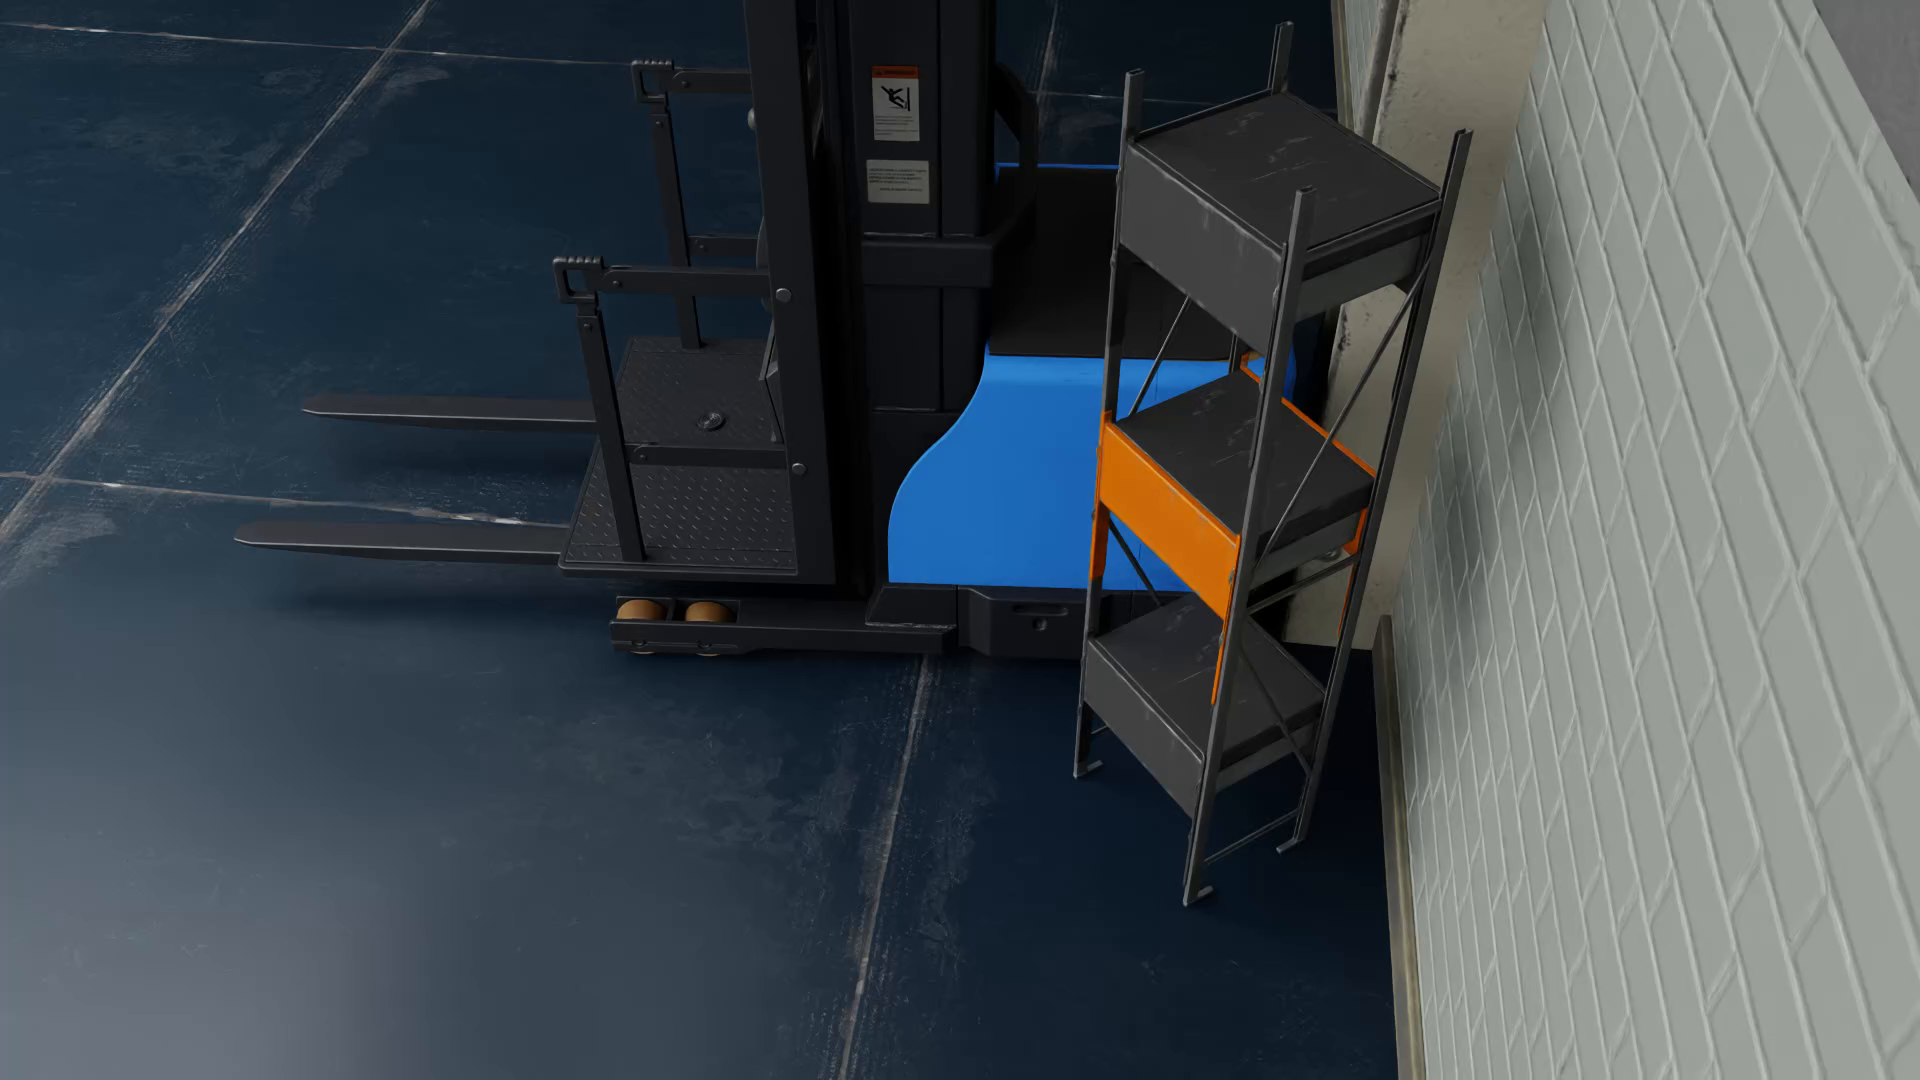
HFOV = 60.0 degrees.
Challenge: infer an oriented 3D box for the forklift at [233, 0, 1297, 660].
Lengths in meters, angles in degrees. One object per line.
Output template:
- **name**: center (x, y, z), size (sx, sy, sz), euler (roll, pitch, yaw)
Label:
- **forklift**: center (-0.628, -1.085, 4.264), size (3.031, 2.935, 1.130), euler (2, 43, 2)

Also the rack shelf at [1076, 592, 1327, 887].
- **rack shelf**: center (0.614, 0.477, 4.257), size (0.431, 0.518, 0.480), euler (-23, 48, -23)

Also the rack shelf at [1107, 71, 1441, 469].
- **rack shelf**: center (0.614, -0.540, 3.295), size (0.431, 0.518, 0.480), euler (-23, 48, -23)

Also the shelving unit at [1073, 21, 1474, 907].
- **shelving unit**: center (0.614, -0.042, 3.767), size (0.431, 2.100, 0.503), euler (-23, 48, -23)

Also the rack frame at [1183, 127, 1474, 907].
- **rack frame**: center (0.744, 0.100, 3.617), size (0.400, 2.100, 0.015), euler (-23, 48, -23)

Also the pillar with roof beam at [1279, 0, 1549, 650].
- **pillar with roof beam**: center (-3.141, -3.481, 2.381), size (9.100, 9.000, 0.400), euler (5, 44, 6)

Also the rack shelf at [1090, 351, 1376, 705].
- **rack shelf**: center (0.614, -0.032, 3.776), size (0.431, 0.518, 0.480), euler (-23, 48, -23)

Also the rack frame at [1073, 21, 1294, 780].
- **rack frame**: center (0.484, -0.184, 3.917), size (0.400, 2.100, 0.015), euler (-23, 48, -23)
